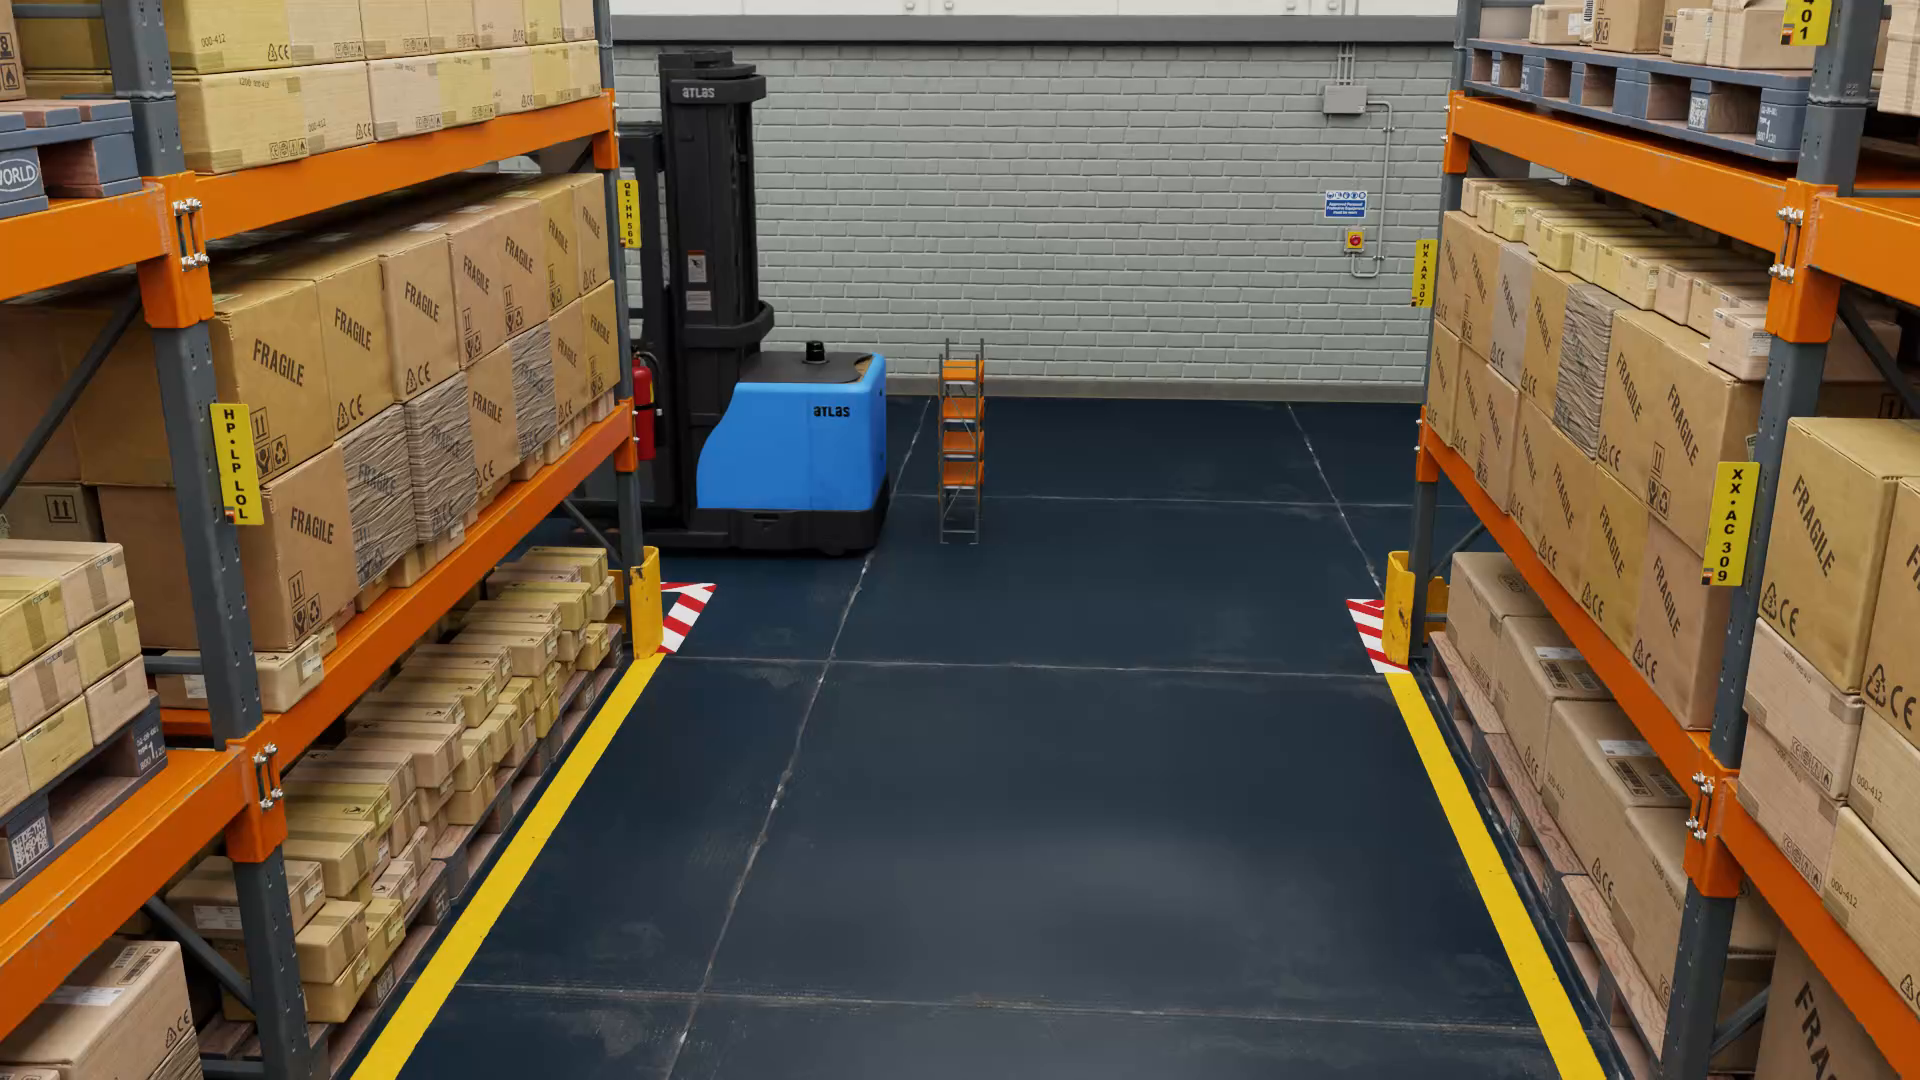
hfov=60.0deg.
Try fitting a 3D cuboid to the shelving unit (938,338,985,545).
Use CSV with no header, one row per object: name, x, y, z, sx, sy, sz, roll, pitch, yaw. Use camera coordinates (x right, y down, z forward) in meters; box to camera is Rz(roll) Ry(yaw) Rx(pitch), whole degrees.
shelving unit,0.012,-0.622,10.393,0.258,1.200,0.503,1,18,4

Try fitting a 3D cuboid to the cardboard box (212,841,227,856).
cardboard box,-2.728,1.084,5.725,0.380,0.149,0.250,1,18,2

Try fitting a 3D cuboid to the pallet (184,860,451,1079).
pallet,-2.430,1.458,5.633,1.003,0.211,1.213,1,18,4

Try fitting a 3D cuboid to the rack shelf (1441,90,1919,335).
rack shelf,2.645,-1.283,5.859,1.077,0.370,4.000,1,18,4

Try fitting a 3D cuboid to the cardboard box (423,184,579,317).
cardboard box,-1.977,-1.259,7.203,0.500,0.500,0.500,1,18,2

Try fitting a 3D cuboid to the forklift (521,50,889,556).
forklift,-2.002,-1.458,10.165,3.031,2.935,1.130,1,18,3

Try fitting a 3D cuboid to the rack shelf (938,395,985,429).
rack shelf,0.012,-0.770,10.344,0.258,0.148,0.480,1,18,4

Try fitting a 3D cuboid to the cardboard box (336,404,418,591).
cardboard box,-2.127,-0.148,5.420,0.500,0.500,0.500,1,18,4

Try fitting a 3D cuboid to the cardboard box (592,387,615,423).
cardboard box,-1.897,-0.673,8.062,0.380,0.149,0.250,1,18,4

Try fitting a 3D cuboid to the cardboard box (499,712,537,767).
cardboard box,-2.008,0.828,6.983,0.380,0.149,0.250,2,18,5

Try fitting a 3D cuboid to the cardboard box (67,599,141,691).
cardboard box,-2.274,0.249,4.097,0.380,0.149,0.250,2,18,6

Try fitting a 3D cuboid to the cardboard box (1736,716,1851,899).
cardboard box,2.207,0.624,3.943,0.500,0.250,0.500,1,18,3

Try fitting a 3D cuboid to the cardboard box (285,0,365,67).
cardboard box,-2.128,-1.548,4.951,0.500,0.250,0.500,1,18,4

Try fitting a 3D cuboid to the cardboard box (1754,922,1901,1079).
cardboard box,2.537,1.426,3.991,0.875,0.875,0.875,2,18,6

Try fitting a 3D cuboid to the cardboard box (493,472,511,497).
cardboard box,-2.078,-0.275,6.847,0.380,0.149,0.250,1,18,2

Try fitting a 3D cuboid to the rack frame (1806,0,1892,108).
rack frame,2.502,-2.429,3.385,1.000,3.000,0.127,1,18,4

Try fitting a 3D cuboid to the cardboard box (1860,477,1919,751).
cardboard box,2.175,0.188,3.266,0.500,0.500,0.500,1,18,4

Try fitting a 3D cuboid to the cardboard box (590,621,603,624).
cardboard box,-1.986,0.424,8.217,0.380,0.149,0.250,2,18,5

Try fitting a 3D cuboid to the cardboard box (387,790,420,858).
cardboard box,-2.165,1.010,5.949,0.380,0.149,0.250,0,18,1

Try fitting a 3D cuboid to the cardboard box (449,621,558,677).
cardboard box,-1.954,0.467,7.131,0.380,0.149,0.250,2,18,6

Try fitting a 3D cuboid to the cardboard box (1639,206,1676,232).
cardboard box,2.885,-1.217,6.513,0.380,0.149,0.250,1,18,3

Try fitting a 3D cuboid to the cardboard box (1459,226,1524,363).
cardboard box,2.440,-1.040,7.013,0.500,0.500,0.500,1,18,2

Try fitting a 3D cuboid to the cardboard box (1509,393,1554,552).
cardboard box,2.386,-0.254,6.221,0.500,0.500,0.500,2,18,6

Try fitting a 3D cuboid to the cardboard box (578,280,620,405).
cardboard box,-1.931,-0.943,7.846,0.500,0.500,0.500,2,18,5

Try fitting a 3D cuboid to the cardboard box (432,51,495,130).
cardboard box,-2.021,-1.629,6.000,0.500,0.250,0.500,2,18,6

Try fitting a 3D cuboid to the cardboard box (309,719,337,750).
cardboard box,-2.657,0.692,6.442,0.380,0.149,0.250,1,18,2

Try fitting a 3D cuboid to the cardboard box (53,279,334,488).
cardboard box,-2.167,-0.456,4.754,0.500,0.500,0.500,2,18,5

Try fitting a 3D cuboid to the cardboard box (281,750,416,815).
cardboard box,-2.167,0.867,5.907,0.380,0.149,0.250,1,18,2

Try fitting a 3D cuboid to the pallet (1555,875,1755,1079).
pallet,2.634,1.512,5.468,1.003,0.211,1.213,1,18,4

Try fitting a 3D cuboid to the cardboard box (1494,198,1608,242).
cardboard box,2.405,-1.304,6.778,0.380,0.149,0.250,1,18,2

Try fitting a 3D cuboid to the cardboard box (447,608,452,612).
cardboard box,-2.578,0.292,7.664,0.380,0.149,0.250,1,18,4

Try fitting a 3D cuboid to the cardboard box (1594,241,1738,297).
cardboard box,2.361,-0.908,5.568,0.380,0.149,0.250,1,18,3

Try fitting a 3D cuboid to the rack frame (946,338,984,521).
rack frame,0.029,-0.697,10.624,0.240,1.200,0.015,1,18,4

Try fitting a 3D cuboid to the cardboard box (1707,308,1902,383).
cardboard box,2.207,-0.512,4.360,0.380,0.149,0.250,1,18,3

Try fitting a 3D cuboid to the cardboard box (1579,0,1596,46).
cardboard box,2.631,-1.987,6.161,0.500,0.311,0.500,2,18,5

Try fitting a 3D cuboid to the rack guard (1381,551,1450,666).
rack guard,2.790,0.360,8.522,1.175,0.500,0.348,1,18,4

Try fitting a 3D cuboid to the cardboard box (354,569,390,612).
cardboard box,-2.159,0.131,5.609,0.380,0.149,0.250,0,18,1

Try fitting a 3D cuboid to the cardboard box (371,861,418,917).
cardboard box,-2.111,1.231,5.753,0.380,0.149,0.250,1,18,4

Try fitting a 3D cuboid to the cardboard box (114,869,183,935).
cardboard box,-2.677,1.099,5.201,0.380,0.149,0.250,2,18,5

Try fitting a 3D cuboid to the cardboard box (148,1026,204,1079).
cardboard box,-2.244,1.566,4.165,0.500,0.500,0.500,1,18,3

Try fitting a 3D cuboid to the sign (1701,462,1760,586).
sign,1.948,-0.039,4.208,0.100,0.325,0.005,1,18,4

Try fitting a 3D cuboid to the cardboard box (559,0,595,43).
cardboard box,-1.935,-2.343,7.376,0.500,0.250,0.500,1,18,2

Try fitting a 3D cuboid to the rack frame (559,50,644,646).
rack frame,-2.156,-0.900,8.352,1.000,3.000,0.127,1,18,4

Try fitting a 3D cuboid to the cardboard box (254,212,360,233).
cardboard box,-2.575,-0.954,6.273,0.500,0.500,0.500,1,18,2

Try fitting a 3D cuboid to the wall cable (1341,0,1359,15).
wall cable,2.915,-5.444,12.587,0.463,3.000,0.029,1,18,4

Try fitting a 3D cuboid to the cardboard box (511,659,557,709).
cardboard box,-1.969,0.607,7.180,0.380,0.149,0.250,2,18,5

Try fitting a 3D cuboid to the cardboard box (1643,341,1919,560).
cardboard box,2.260,-0.254,4.614,0.500,0.500,0.500,1,18,3
